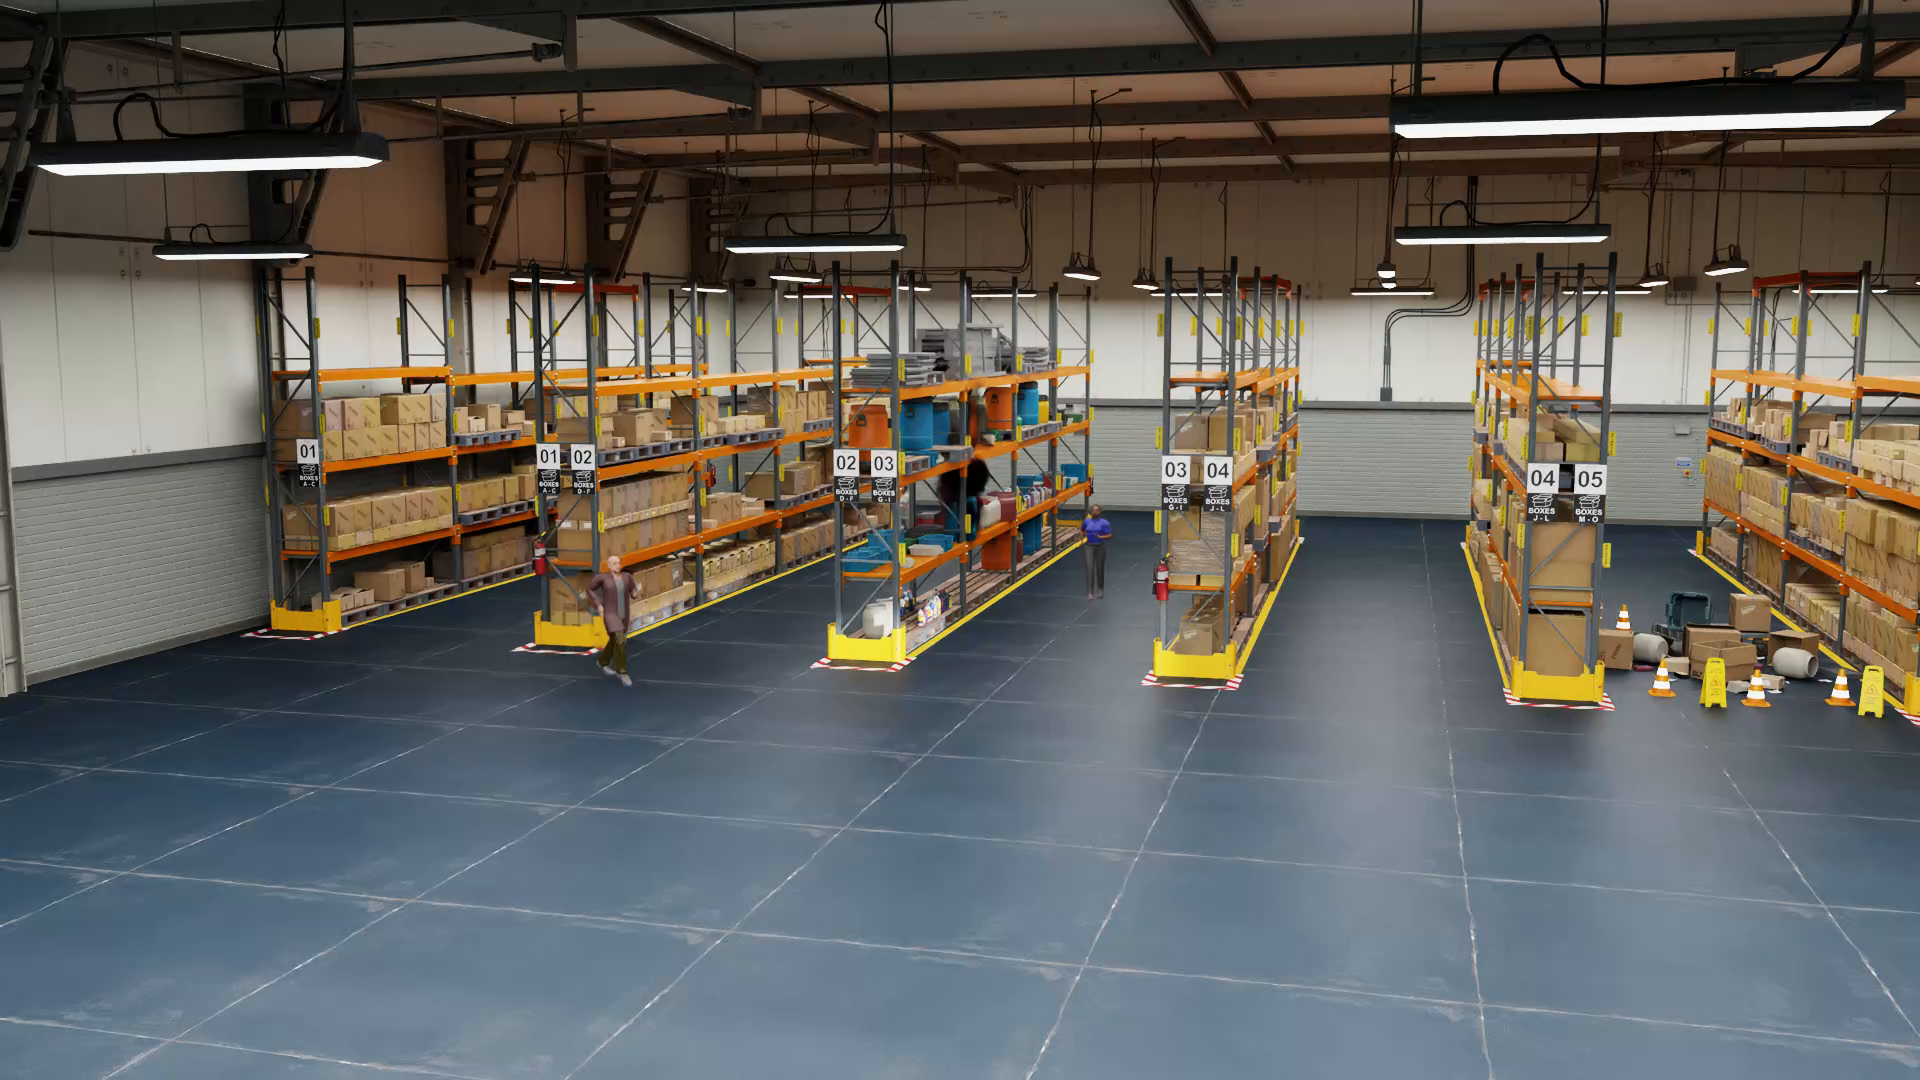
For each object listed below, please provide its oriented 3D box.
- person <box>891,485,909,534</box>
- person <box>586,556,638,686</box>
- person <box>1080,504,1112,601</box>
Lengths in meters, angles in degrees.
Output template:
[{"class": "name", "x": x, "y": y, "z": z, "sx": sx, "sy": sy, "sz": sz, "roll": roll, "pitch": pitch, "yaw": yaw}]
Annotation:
[{"class": "person", "x": -1.274, "y": -0.474, "z": 36.776, "sx": 0.529, "sy": 1.600, "sz": 0.868, "roll": 1, "pitch": 7, "yaw": 5}, {"class": "person", "x": -4.905, "y": 1.123, "z": 23.714, "sx": 0.925, "sy": 1.836, "sz": 0.674, "roll": 7, "pitch": 10, "yaw": 43}, {"class": "person", "x": 2.353, "y": 0.222, "z": 28.976, "sx": 0.579, "sy": 1.696, "sz": 0.860, "roll": 1, "pitch": 7, "yaw": 8}]
